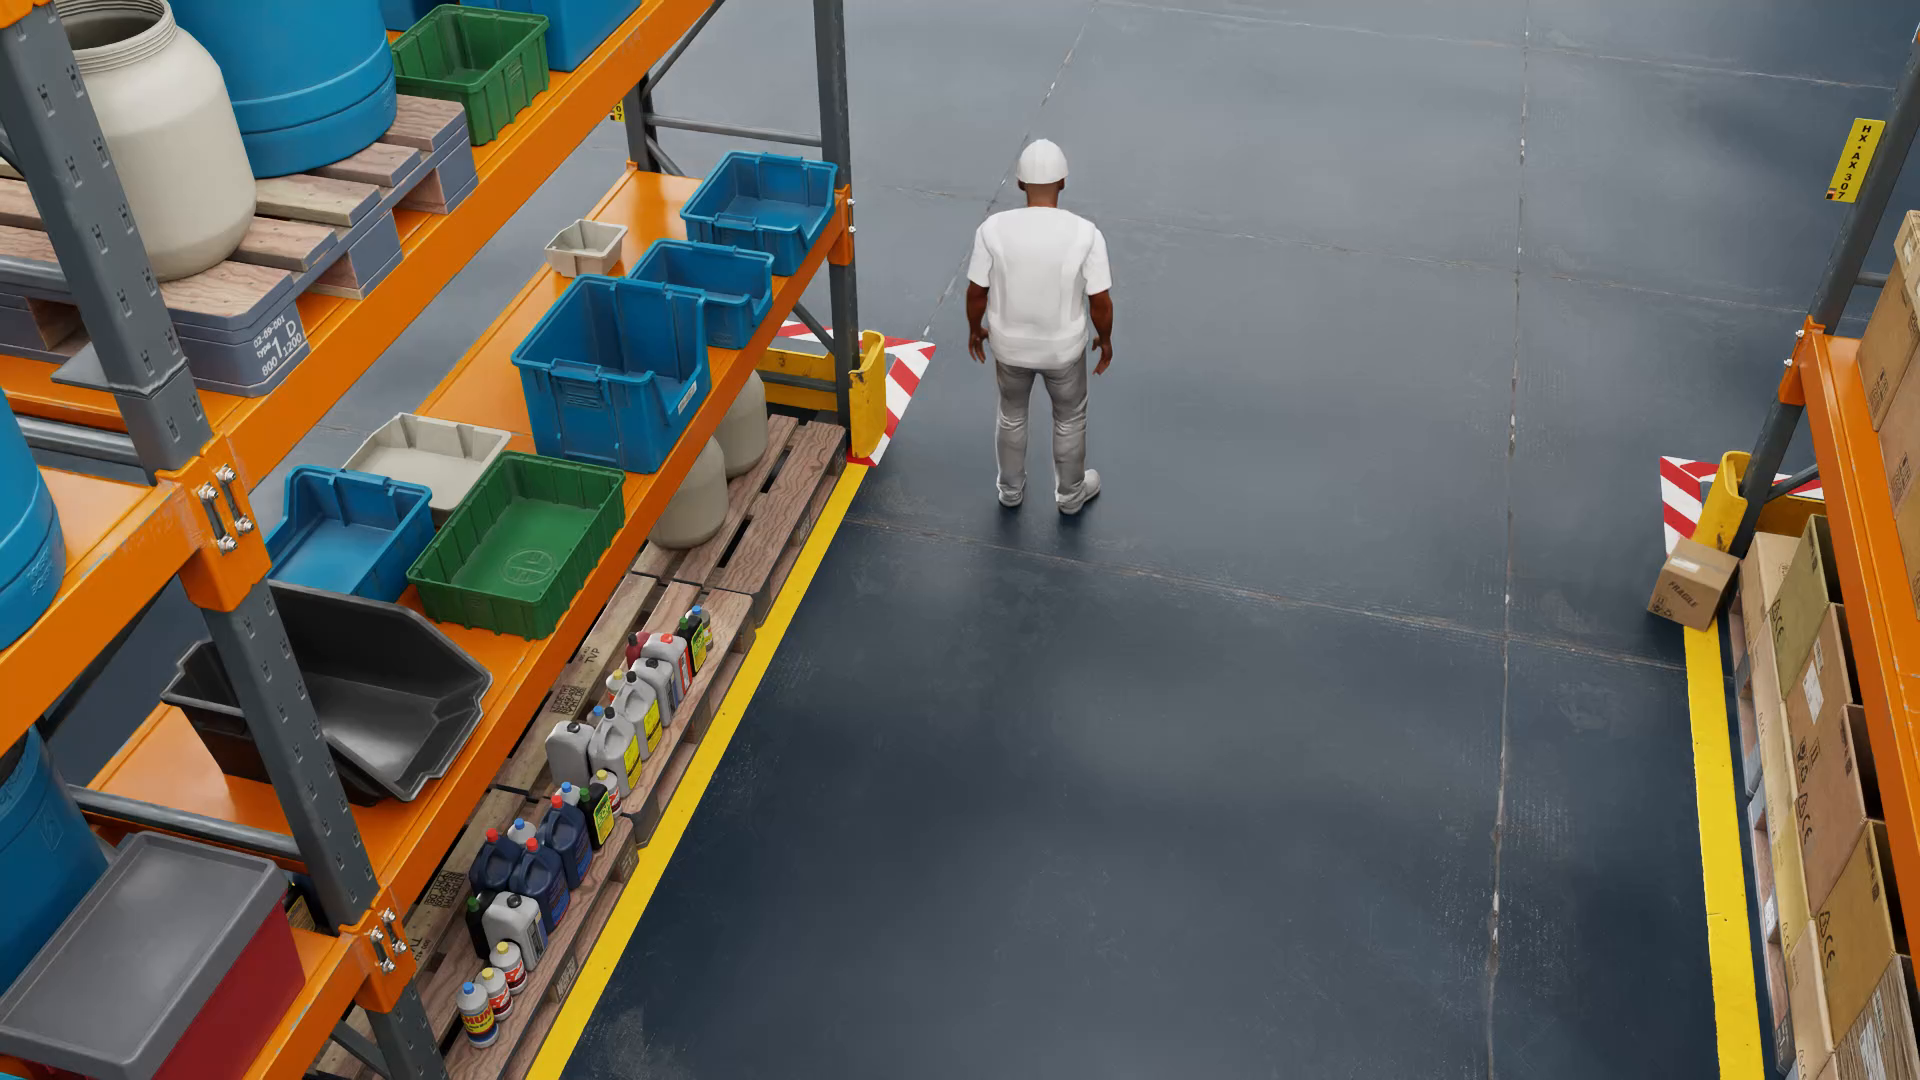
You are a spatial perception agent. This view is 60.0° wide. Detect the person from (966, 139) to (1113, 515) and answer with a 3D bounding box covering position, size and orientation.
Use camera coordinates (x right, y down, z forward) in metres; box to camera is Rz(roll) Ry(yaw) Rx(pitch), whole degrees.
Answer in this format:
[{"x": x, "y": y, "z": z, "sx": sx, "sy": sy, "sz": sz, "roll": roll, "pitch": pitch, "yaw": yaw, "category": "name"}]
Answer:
[{"x": 0.344, "y": -0.879, "z": 7.164, "sx": 0.632, "sy": 1.759, "sz": 0.462, "roll": 8, "pitch": 41, "yaw": 9, "category": "person"}]
